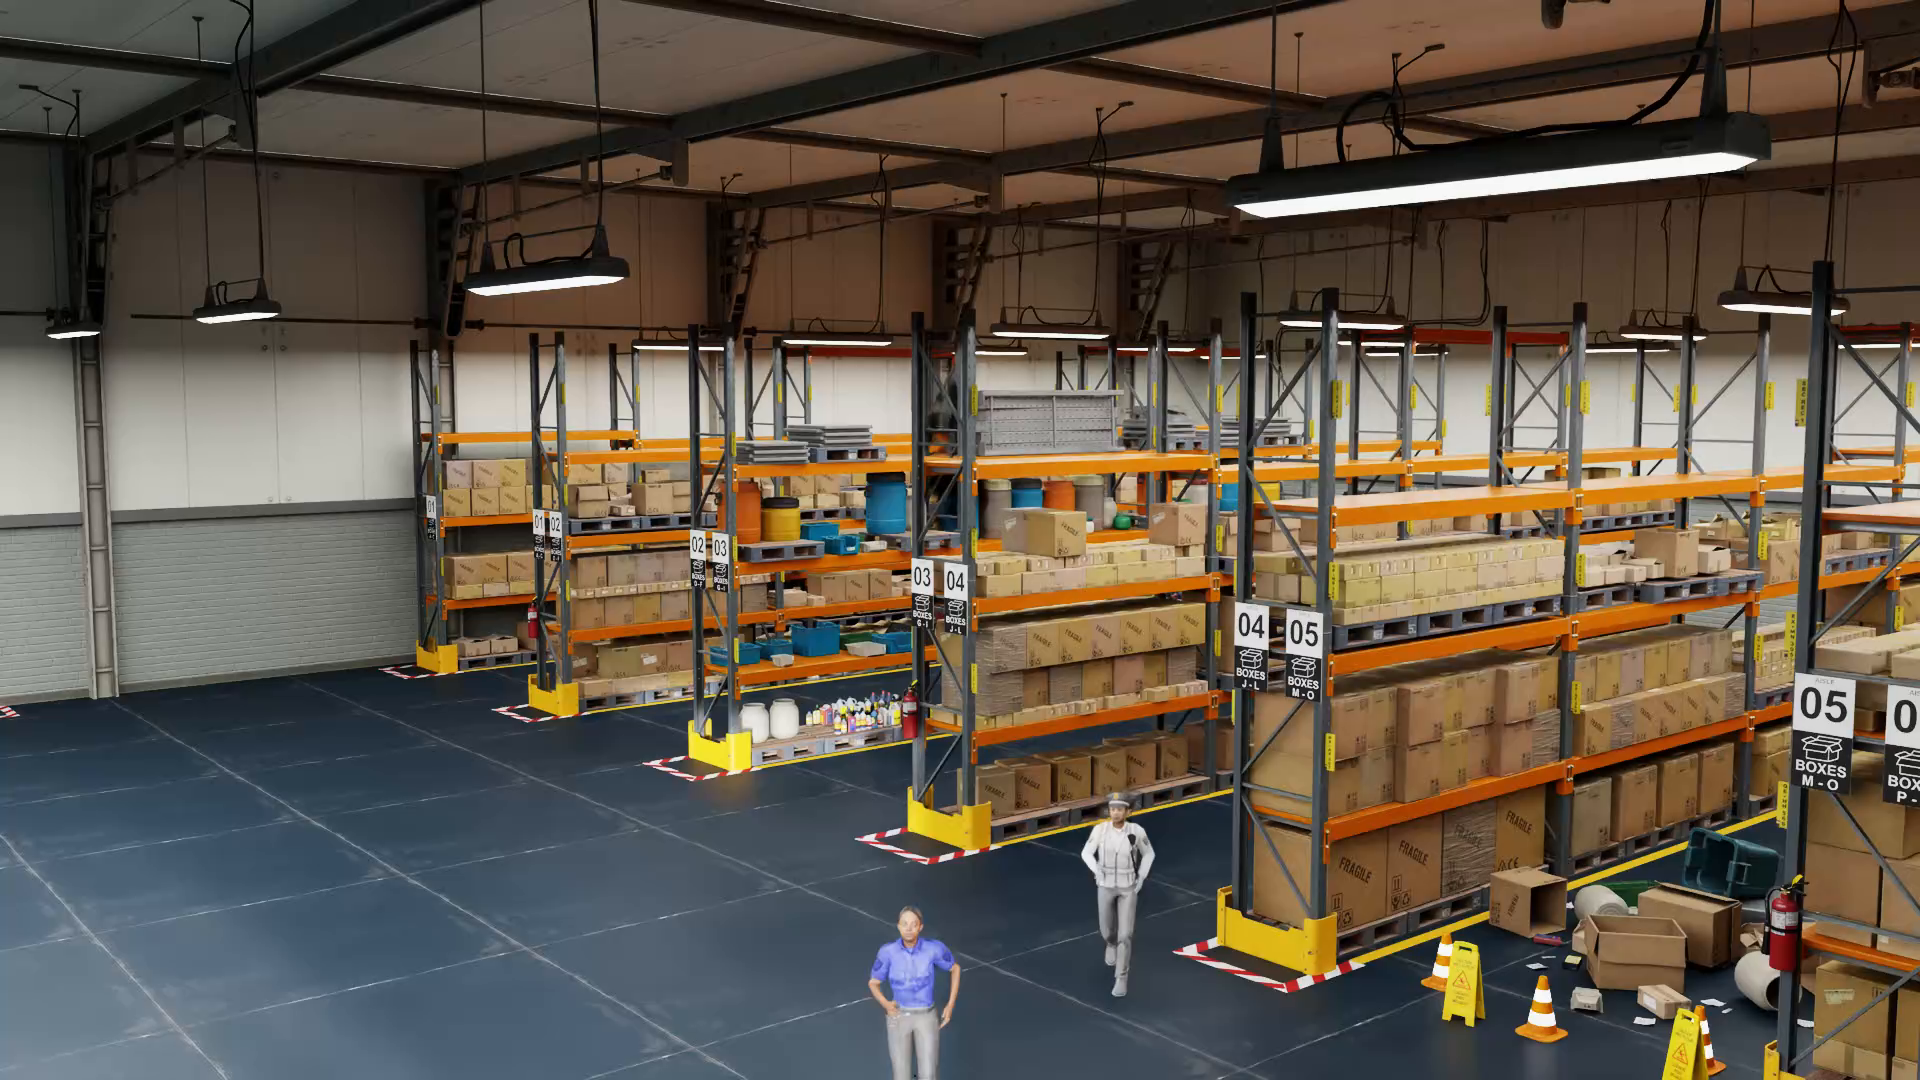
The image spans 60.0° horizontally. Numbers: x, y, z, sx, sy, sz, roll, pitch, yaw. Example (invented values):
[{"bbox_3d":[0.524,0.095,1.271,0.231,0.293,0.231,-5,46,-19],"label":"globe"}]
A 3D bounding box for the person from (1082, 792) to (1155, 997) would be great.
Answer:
[{"bbox_3d":[1.362,3.013,14.396,0.628,1.708,0.733,1,5,12],"label":"person"}]

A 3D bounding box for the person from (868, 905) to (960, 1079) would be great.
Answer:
[{"bbox_3d":[-0.321,3.310,11.335,0.624,1.624,0.528,0,5,3],"label":"person"}]
